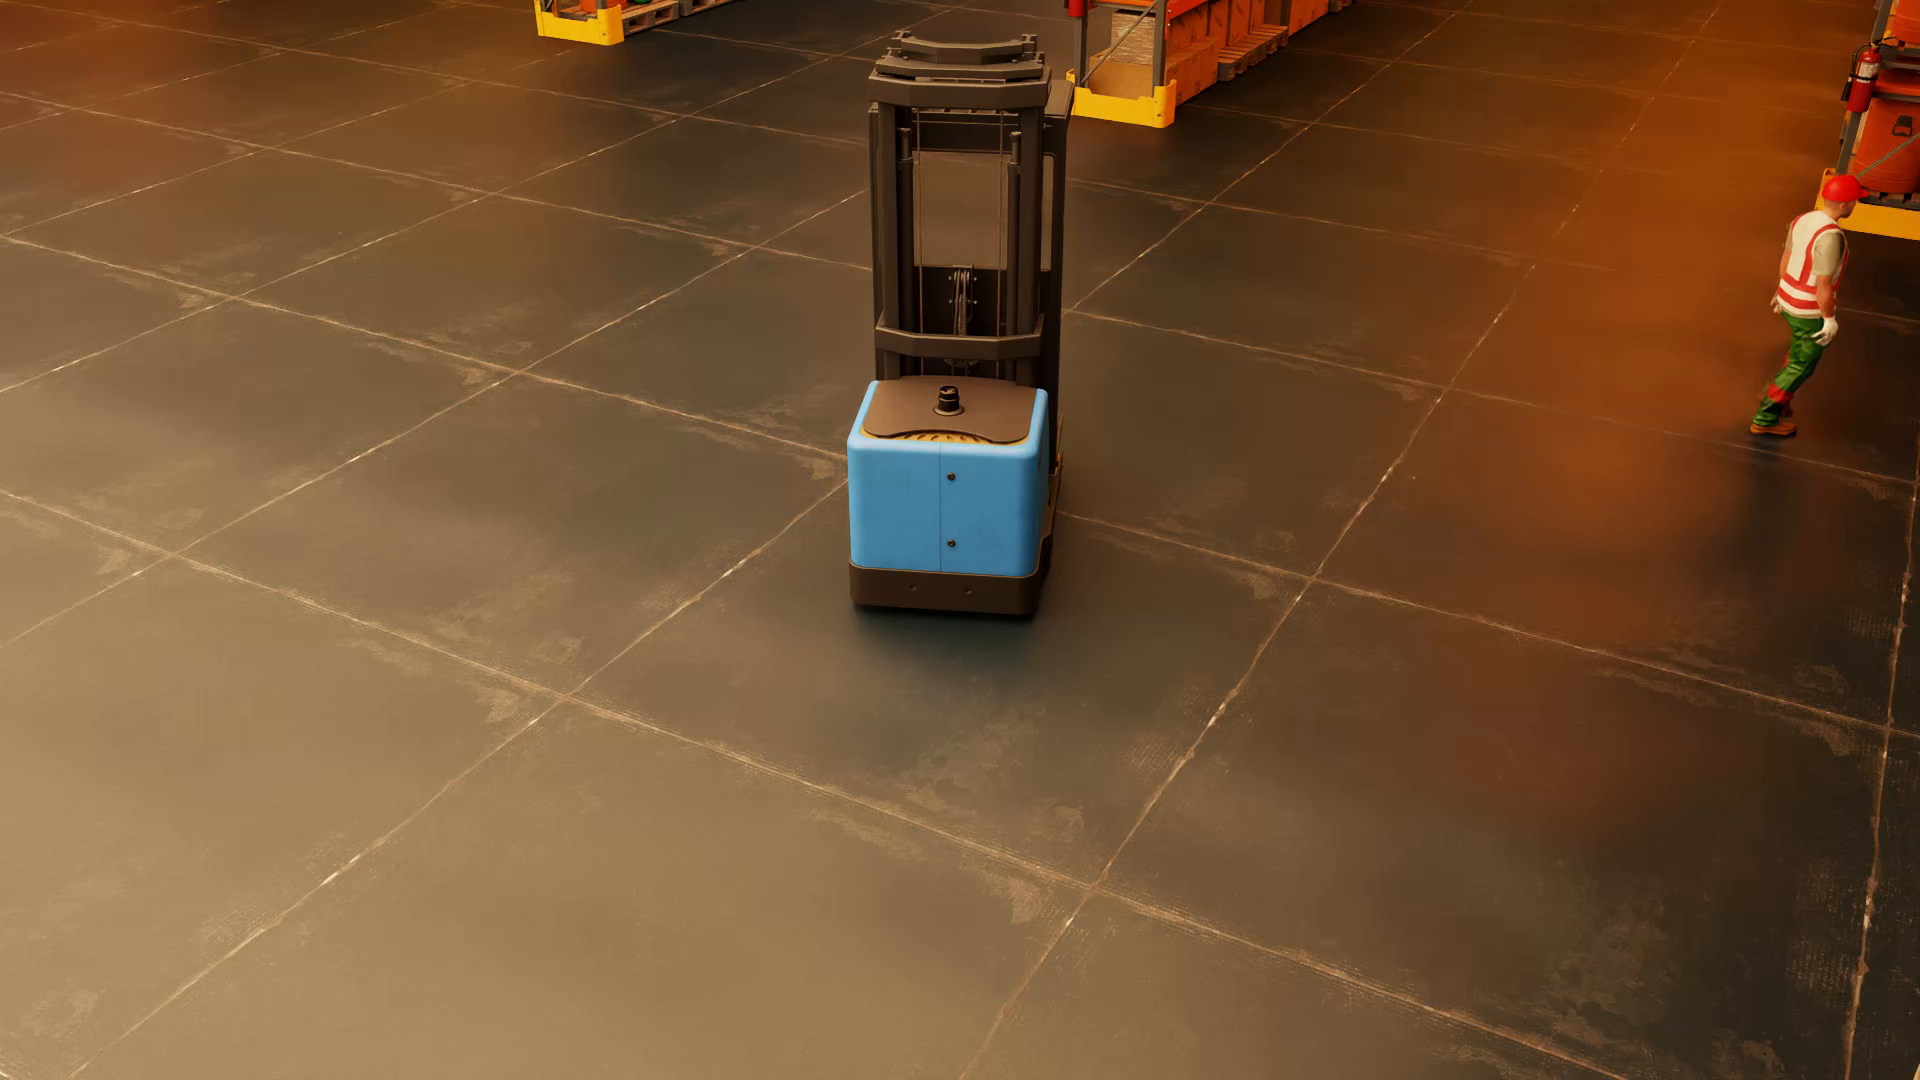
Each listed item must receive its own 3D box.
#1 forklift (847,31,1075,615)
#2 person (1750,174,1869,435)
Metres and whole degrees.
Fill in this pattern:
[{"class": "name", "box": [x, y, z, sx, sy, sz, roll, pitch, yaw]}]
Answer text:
[{"class": "forklift", "box": [0.072, -1.572, 9.794, 1.130, 2.935, 3.031, 3, 30, 6]}, {"class": "person", "box": [5.596, -1.516, 10.902, 0.486, 1.803, 0.657, 1, 30, 1]}]
